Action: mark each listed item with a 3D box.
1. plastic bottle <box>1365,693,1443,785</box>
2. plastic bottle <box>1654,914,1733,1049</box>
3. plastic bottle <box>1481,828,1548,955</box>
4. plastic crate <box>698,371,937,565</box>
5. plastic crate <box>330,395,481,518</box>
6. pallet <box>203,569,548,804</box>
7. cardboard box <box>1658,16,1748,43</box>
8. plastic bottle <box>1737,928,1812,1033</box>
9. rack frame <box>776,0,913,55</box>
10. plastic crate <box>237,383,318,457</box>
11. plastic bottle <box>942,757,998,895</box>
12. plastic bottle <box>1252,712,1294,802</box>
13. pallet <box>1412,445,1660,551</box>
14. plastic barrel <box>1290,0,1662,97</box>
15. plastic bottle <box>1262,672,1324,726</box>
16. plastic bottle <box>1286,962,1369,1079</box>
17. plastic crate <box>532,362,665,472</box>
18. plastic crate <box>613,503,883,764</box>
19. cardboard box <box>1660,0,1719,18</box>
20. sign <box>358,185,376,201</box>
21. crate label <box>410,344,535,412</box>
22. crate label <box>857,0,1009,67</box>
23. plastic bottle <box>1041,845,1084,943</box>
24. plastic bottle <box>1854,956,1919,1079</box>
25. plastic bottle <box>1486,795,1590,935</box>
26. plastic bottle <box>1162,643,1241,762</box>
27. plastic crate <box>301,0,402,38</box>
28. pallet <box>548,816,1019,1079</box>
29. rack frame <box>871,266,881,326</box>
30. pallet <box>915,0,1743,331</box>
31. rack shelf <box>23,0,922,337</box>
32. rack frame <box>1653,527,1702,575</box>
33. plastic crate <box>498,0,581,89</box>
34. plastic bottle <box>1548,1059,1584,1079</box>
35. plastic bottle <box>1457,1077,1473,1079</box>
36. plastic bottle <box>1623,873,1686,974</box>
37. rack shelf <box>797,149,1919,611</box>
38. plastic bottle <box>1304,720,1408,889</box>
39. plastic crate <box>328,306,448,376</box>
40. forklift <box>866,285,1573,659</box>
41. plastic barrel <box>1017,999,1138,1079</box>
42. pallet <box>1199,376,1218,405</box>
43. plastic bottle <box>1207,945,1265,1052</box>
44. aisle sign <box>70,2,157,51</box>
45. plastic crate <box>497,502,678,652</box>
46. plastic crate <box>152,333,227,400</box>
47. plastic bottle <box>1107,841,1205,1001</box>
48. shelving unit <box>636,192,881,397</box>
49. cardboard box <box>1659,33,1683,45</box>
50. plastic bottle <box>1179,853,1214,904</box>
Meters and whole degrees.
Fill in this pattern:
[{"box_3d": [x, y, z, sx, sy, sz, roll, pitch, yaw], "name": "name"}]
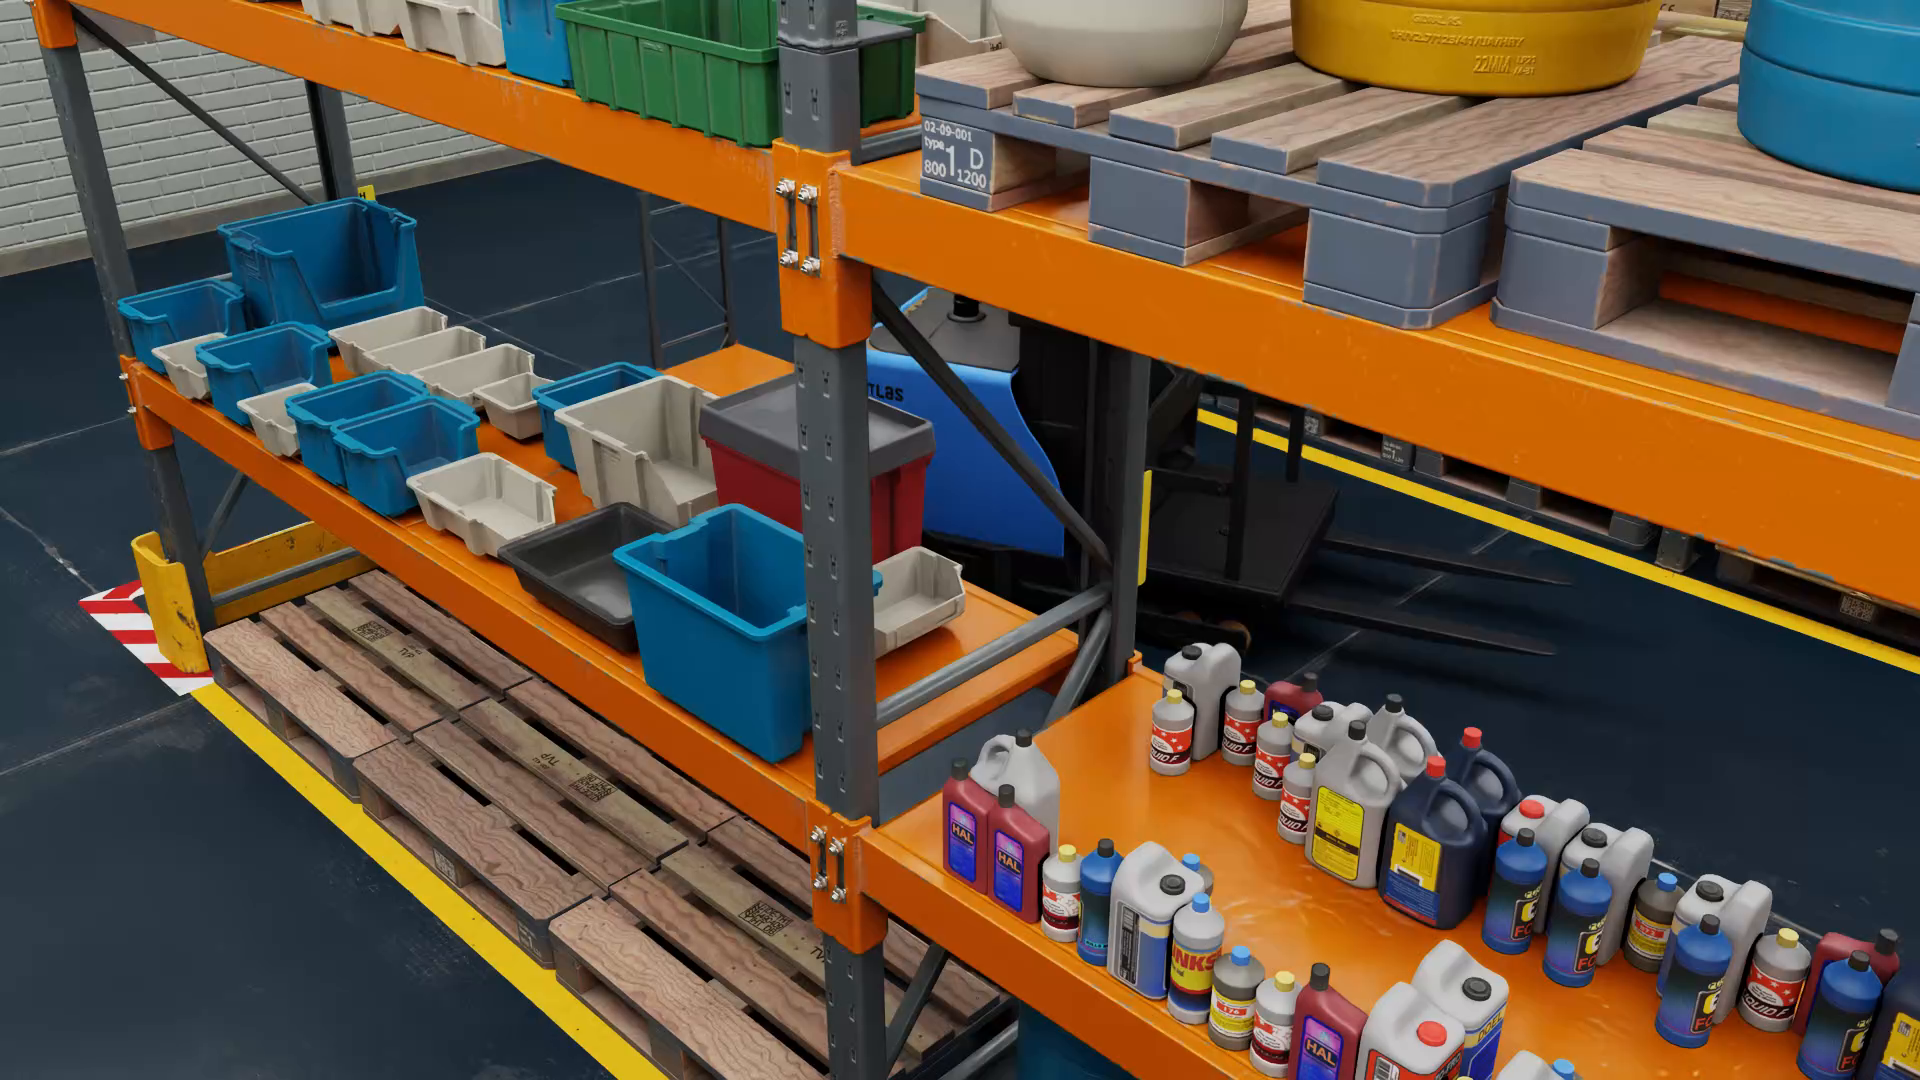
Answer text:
[{"box_3d": [0.948, 0.500, 3.629, 0.185, 0.351, 0.144, 25, 36, 38], "name": "plastic bottle"}, {"box_3d": [1.378, 0.816, 3.113, 0.097, 0.271, 0.097, 0, 28, 0], "name": "plastic bottle"}, {"box_3d": [1.117, 0.697, 3.341, 0.097, 0.271, 0.097, 0, 28, 0], "name": "plastic bottle"}, {"box_3d": [-0.398, -0.142, 4.665, 0.583, 0.464, 0.402, 25, 36, 38], "name": "plastic crate"}, {"box_3d": [-1.691, -0.253, 5.124, 0.300, 0.233, 0.416, 25, 36, 38], "name": "plastic crate"}, {"box_3d": [-2.228, 0.498, 6.576, 1.213, 0.211, 1.003, 25, 36, 38], "name": "pallet"}, {"box_3d": [3.374, -1.995, 7.357, 0.500, 0.500, 0.500, 25, 36, 38], "name": "cardboard box"}, {"box_3d": [1.554, 0.828, 3.165, 0.097, 0.201, 0.097, 0, 28, 0], "name": "plastic bottle"}, {"box_3d": [0.063, -2.368, 2.585, 0.127, 3.000, 1.000, 25, 36, 38], "name": "rack frame"}, {"box_3d": [-2.189, -0.385, 5.477, 0.298, 0.136, 0.250, 25, 36, 38], "name": "plastic crate"}, {"box_3d": [0.026, 0.600, 3.511, 0.133, 0.283, 0.061, 25, 36, 38], "name": "plastic bottle"}, {"box_3d": [0.725, 0.489, 3.811, 0.097, 0.201, 0.097, 0, 28, 0], "name": "plastic bottle"}, {"box_3d": [3.048, -0.397, 8.277, 1.213, 0.211, 1.003, 25, 36, 38], "name": "pallet"}, {"box_3d": [0.856, -1.079, 2.703, 0.600, 0.588, 0.600, 0, 28, 0], "name": "plastic barrel"}, {"box_3d": [0.768, 0.420, 3.853, 0.133, 0.283, 0.061, 25, 36, 38], "name": "plastic bottle"}, {"box_3d": [0.659, 0.890, 2.960, 0.133, 0.283, 0.061, 25, 36, 38], "name": "plastic bottle"}, {"box_3d": [-1.145, -0.386, 5.376, 0.300, 0.233, 0.416, 25, 36, 38], "name": "plastic crate"}, {"box_3d": [-0.509, 0.228, 4.045, 0.575, 0.384, 0.392, 25, 36, 38], "name": "plastic crate"}, {"box_3d": [5.099, -3.882, 11.484, 0.500, 0.500, 0.500, -25, 36, -39], "name": "cardboard box"}, {"box_3d": [-2.415, -1.278, 6.783, 0.005, 0.325, 0.100, 25, 36, 38], "name": "sign"}, {"box_3d": [-1.668, -0.540, 5.773, 0.243, 0.136, 0.396, 25, 36, 38], "name": "crate label"}, {"box_3d": [-0.083, -1.179, 3.830, 0.466, 0.136, 0.293, 25, 36, 38], "name": "crate label"}, {"box_3d": [0.216, 0.711, 3.388, 0.097, 0.201, 0.097, 0, 28, 0], "name": "plastic bottle"}, {"box_3d": [1.734, 0.860, 2.945, 0.185, 0.351, 0.144, 25, 36, 38], "name": "plastic bottle"}, {"box_3d": [1.191, 0.647, 3.430, 0.135, 0.276, 0.152, 25, 36, 38], "name": "plastic bottle"}, {"box_3d": [0.571, 0.363, 3.969, 0.135, 0.276, 0.152, 25, 36, 38], "name": "plastic bottle"}, {"box_3d": [-1.425, -1.468, 4.223, 0.530, 0.282, 0.437, 25, 36, 38], "name": "plastic crate"}, {"box_3d": [-0.488, 1.294, 5.062, 1.213, 0.211, 1.003, 25, 36, 38], "name": "pallet"}, {"box_3d": [-0.527, -0.663, 7.400, 0.032, 1.500, 0.500, 23, 35, 36], "name": "rack frame"}, {"box_3d": [0.691, -0.734, 2.902, 1.003, 0.211, 1.213, 25, 36, 38], "name": "pallet"}, {"box_3d": [-1.363, -1.375, 4.692, 4.000, 0.370, 1.077, 25, 36, 38], "name": "rack shelf"}, {"box_3d": [3.536, -1.357, 7.107, 0.127, 3.000, 1.000, 25, 36, 38], "name": "rack frame"}, {"box_3d": [-0.810, -1.158, 3.685, 0.300, 0.233, 0.416, 25, 36, 38], "name": "plastic crate"}, {"box_3d": [1.026, 0.983, 2.871, 0.097, 0.201, 0.097, 0, 28, 0], "name": "plastic bottle"}, {"box_3d": [0.850, 1.001, 2.836, 0.097, 0.201, 0.097, 0, 28, 0], "name": "plastic bottle"}, {"box_3d": [1.389, 0.753, 3.309, 0.097, 0.201, 0.097, 0, 28, 0], "name": "plastic bottle"}, {"box_3d": [1.489, -0.070, 2.209, 4.000, 0.370, 1.077, 25, 36, 38], "name": "rack shelf"}, {"box_3d": [0.847, 0.548, 3.538, 0.185, 0.351, 0.144, 25, 36, 38], "name": "plastic bottle"}, {"box_3d": [-2.081, -0.722, 6.119, 0.243, 0.136, 0.396, 25, 36, 38], "name": "plastic crate"}, {"box_3d": [1.050, -1.082, 6.658, 3.031, 2.935, 1.130, 12, 30, 21], "name": "forklift"}, {"box_3d": [0.439, 1.213, 4.023, 0.708, 0.901, 0.600, 25, 36, 38], "name": "plastic barrel"}, {"box_3d": [1.309, -1.193, 9.791, 1.213, 0.211, 1.003, 25, 36, 38], "name": "pallet"}, {"box_3d": [0.520, 0.851, 3.123, 0.097, 0.201, 0.097, 0, 28, 0], "name": "plastic bottle"}, {"box_3d": [-3.049, -2.094, 5.715, 0.004, 0.787, 0.394, 25, 36, 38], "name": "aisle sign"}, {"box_3d": [-0.923, 0.106, 4.556, 0.590, 0.125, 0.437, 25, 36, 38], "name": "plastic crate"}, {"box_3d": [-2.673, -0.606, 5.898, 0.298, 0.136, 0.250, 25, 36, 38], "name": "plastic crate"}, {"box_3d": [0.387, 0.739, 3.255, 0.135, 0.276, 0.152, 25, 36, 38], "name": "plastic bottle"}, {"box_3d": [-0.912, -0.824, 7.706, 1.083, 1.500, 0.587, 23, 35, 36], "name": "shelving unit"}, {"box_3d": [3.021, -1.815, 7.015, 0.500, 0.500, 0.500, -24, 36, -38], "name": "cardboard box"}, {"box_3d": [0.461, 0.724, 3.363, 0.097, 0.201, 0.097, 0, 28, 0], "name": "plastic bottle"}]
